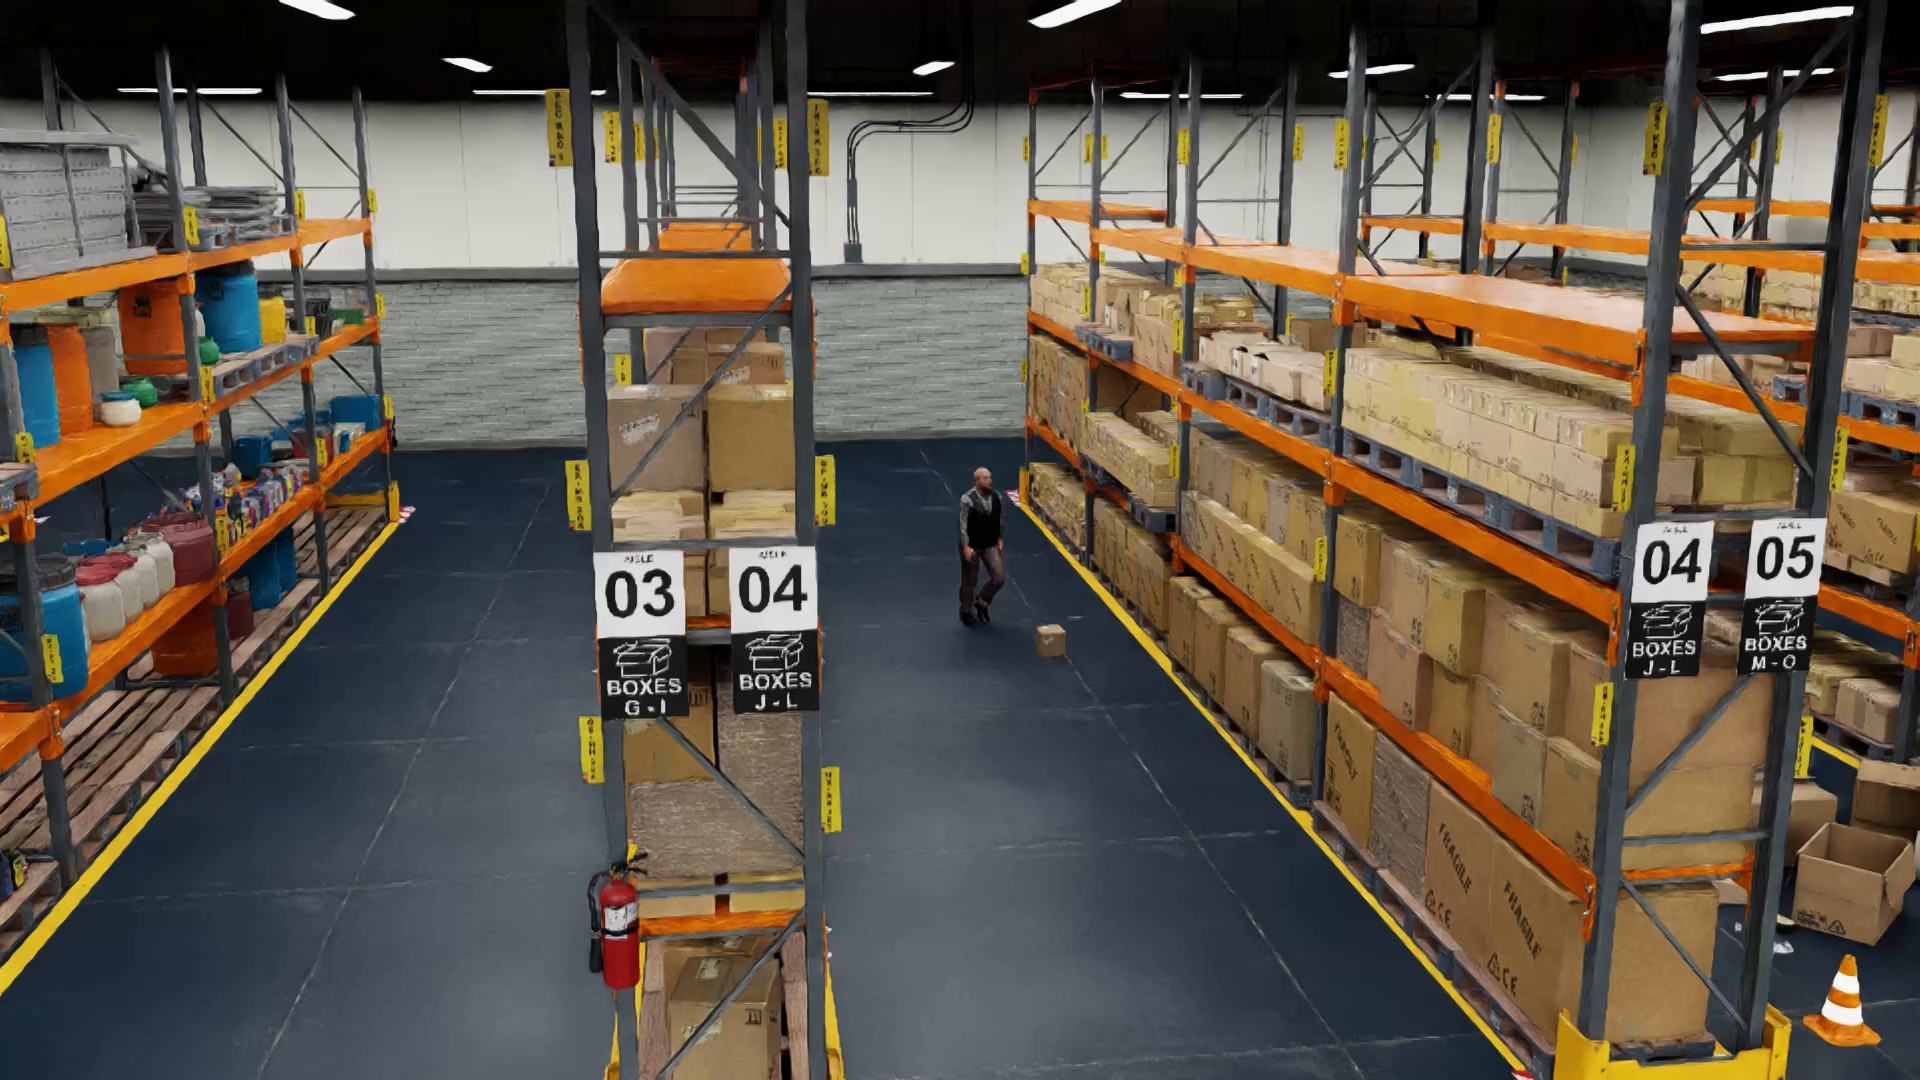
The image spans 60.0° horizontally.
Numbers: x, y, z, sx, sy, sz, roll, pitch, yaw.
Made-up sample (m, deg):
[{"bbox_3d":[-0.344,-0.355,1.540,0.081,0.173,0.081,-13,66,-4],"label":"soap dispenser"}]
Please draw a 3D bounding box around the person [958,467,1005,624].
[{"bbox_3d":[0.232,0.109,17.772,0.586,1.649,0.487,-7,15,-28],"label":"person"}]
